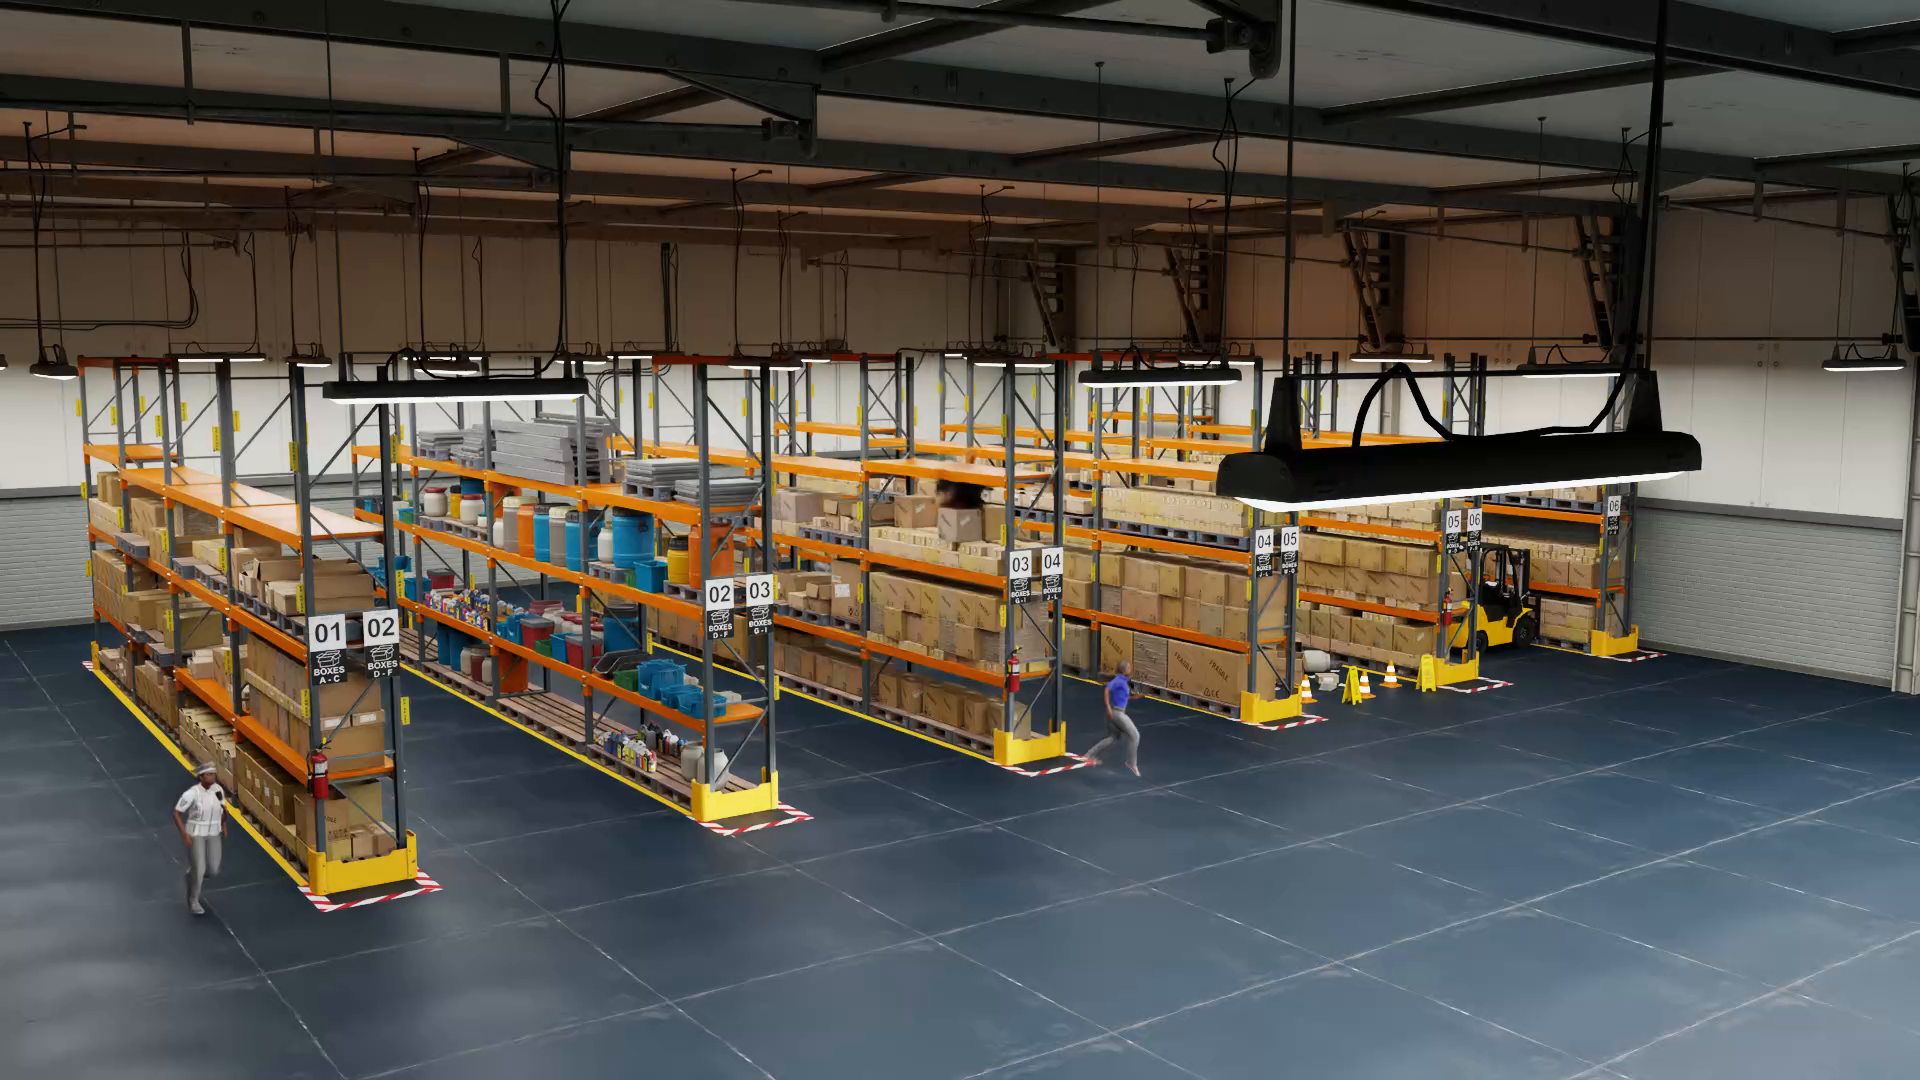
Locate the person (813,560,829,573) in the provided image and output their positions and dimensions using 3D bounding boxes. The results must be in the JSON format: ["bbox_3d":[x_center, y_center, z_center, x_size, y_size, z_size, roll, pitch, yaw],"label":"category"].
[{"bbox_3d":[-3.593,0.312,43.056,0.553,1.626,0.718,5,8,35],"label":"person"}]

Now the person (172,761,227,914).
[{"bbox_3d":[-8.468,3.290,18.595,0.516,1.651,0.621,5,9,37],"label":"person"}]

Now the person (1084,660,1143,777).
[{"bbox_3d":[2.213,2.564,23.832,0.830,1.698,0.599,0,7,1],"label":"person"}]
